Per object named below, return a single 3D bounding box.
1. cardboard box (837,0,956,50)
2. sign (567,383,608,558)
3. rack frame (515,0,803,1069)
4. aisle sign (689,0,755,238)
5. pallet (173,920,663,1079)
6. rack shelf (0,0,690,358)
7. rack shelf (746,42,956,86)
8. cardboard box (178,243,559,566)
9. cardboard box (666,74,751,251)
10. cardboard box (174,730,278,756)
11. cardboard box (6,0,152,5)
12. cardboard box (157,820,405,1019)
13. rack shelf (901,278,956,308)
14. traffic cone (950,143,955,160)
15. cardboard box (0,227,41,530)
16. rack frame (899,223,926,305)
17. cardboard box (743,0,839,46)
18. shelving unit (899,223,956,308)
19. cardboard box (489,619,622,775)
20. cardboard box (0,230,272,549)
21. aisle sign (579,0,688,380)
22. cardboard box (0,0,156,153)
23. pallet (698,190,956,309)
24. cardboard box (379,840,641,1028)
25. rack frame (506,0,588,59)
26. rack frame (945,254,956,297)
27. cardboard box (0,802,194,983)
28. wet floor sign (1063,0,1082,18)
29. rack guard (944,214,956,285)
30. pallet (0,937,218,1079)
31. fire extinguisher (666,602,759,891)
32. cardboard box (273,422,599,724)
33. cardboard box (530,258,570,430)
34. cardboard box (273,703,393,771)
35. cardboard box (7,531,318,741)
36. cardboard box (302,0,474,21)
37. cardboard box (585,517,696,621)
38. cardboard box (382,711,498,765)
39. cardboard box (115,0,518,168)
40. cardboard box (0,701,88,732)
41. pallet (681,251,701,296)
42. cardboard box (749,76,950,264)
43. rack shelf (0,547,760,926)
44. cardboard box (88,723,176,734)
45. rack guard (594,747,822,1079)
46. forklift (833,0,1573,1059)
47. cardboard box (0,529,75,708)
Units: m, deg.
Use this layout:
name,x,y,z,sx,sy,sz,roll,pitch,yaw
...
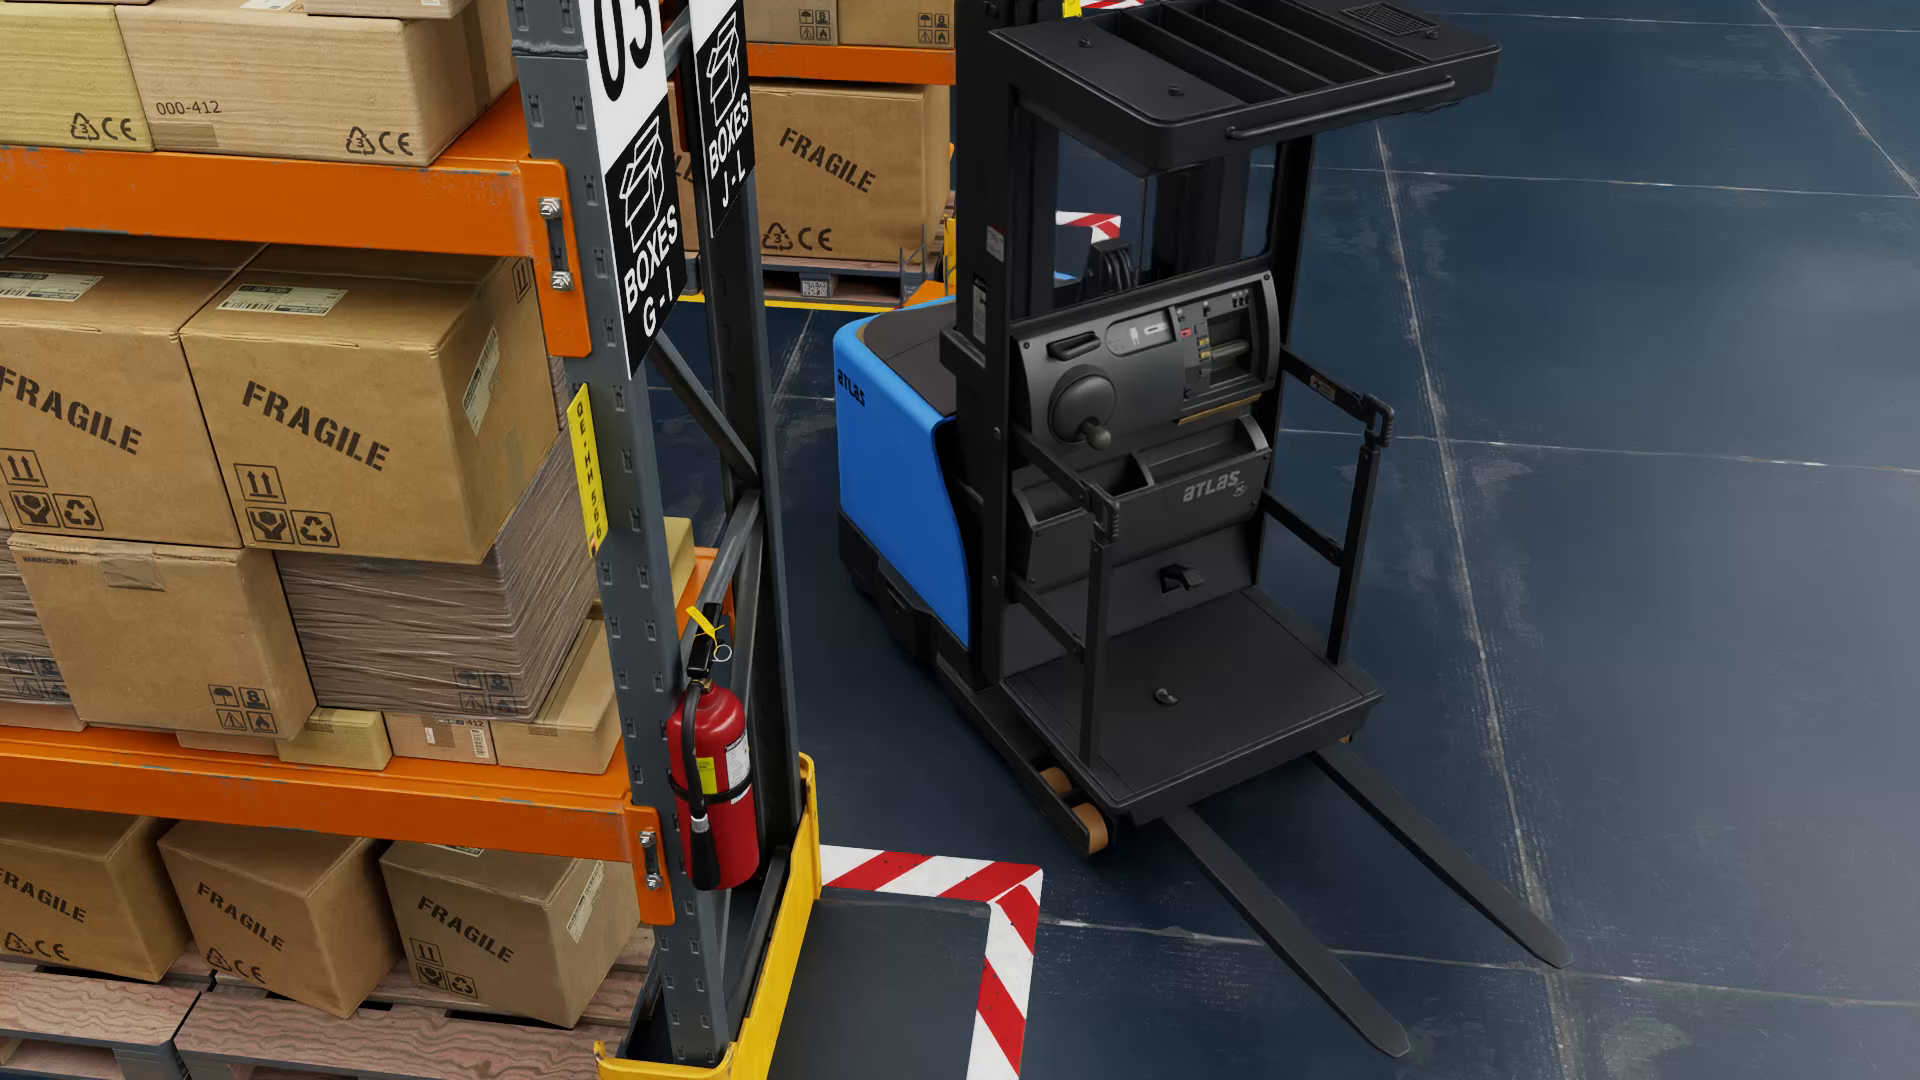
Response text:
name,x,y,z,sx,sy,sz,roll,pitch,yaw
cardboard box,-0.238,-2.756,7.900,0.550,0.550,0.875,4,36,6
sign,-0.687,-0.125,3.074,0.005,0.325,0.100,4,36,6
rack frame,-0.596,0.157,3.948,0.127,3.000,1.000,4,36,6
aisle sign,-0.496,-1.070,3.429,0.004,0.787,0.394,4,36,6
pallet,-1.473,1.206,4.879,1.213,0.211,1.003,4,36,6
rack shelf,-2.580,-0.919,3.493,4.000,0.370,1.077,4,36,6
rack shelf,-1.848,-2.549,8.358,4.000,0.370,1.077,4,36,6
cardboard box,-1.173,-0.310,3.400,0.500,0.500,0.500,4,36,6
cardboard box,-1.418,-2.076,8.544,0.875,0.875,0.875,4,36,5
cardboard box,-1.653,0.322,3.933,0.250,0.149,0.380,4,36,6
cardboard box,-1.440,-1.050,2.843,0.250,0.149,0.380,3,36,4
cardboard box,-1.811,0.923,4.665,0.500,0.500,0.500,14,38,18
rack shelf,-0.095,-0.903,6.439,0.180,0.103,0.258,13,37,17
traffic cone,-0.210,-2.518,9.880,0.334,0.463,0.336,4,36,6
cardboard box,-2.165,-0.382,3.501,0.500,0.500,0.500,4,36,6
rack frame,-0.180,-0.665,6.650,0.006,1.200,0.240,13,37,17
cardboard box,-0.786,-2.784,7.940,0.550,0.550,0.875,4,36,6
shelving unit,-0.095,-0.646,6.622,0.189,1.200,0.258,13,37,17
cardboard box,-0.905,0.357,3.884,0.250,0.149,0.380,4,36,6
cardboard box,-1.670,-0.344,3.447,0.500,0.500,0.500,4,36,6
aisle sign,-0.573,-0.724,2.944,0.004,0.787,0.394,4,36,6
cardboard box,-1.602,-0.928,3.015,0.500,0.250,0.500,4,36,6
pallet,-0.667,-1.573,8.772,1.213,0.211,1.003,4,36,6
cardboard box,-1.213,0.948,4.630,0.500,0.500,0.500,11,37,15
rack frame,-0.596,-2.285,2.205,0.127,3.000,1.000,4,36,6
rack frame,-0.010,-0.627,6.595,0.006,1.200,0.240,13,37,17
cardboard box,-2.429,0.866,4.745,0.500,0.500,0.500,7,36,10
wet floor sign,0.718,-3.964,11.749,0.232,0.644,0.267,17,39,22
rack guard,0.160,-1.674,8.666,0.348,0.500,1.175,4,36,6
pallet,-2.679,1.114,5.007,1.213,0.211,1.003,4,36,6
fire extinguisher,-0.541,0.462,3.587,0.183,0.674,0.296,4,36,6
cardboard box,-1.138,-0.061,3.912,0.500,0.500,0.875,4,36,6
cardboard box,-1.107,-0.610,3.819,0.500,0.500,0.500,4,36,6
cardboard box,-1.407,0.349,3.895,0.250,0.149,0.380,4,36,6
cardboard box,-1.649,-0.029,3.867,0.500,0.500,0.875,4,36,6
cardboard box,-0.911,-1.006,2.781,0.250,0.149,0.380,4,36,6
cardboard box,-0.848,0.101,4.243,0.250,0.149,0.380,4,36,6
cardboard box,-1.153,0.338,3.910,0.250,0.149,0.380,4,36,6
cardboard box,-1.107,-0.892,2.965,0.500,0.250,0.500,5,36,7
cardboard box,-2.147,0.274,4.000,0.250,0.149,0.380,4,36,6
pallet,-1.874,-1.664,8.900,1.213,0.211,1.003,4,36,6
cardboard box,-0.545,-2.012,8.454,0.875,0.875,0.875,4,36,6
rack shelf,-2.580,0.302,4.364,4.000,0.370,1.077,4,36,6
cardboard box,-1.896,0.280,3.992,0.250,0.149,0.380,4,36,6
rack guard,-0.671,1.169,4.682,0.348,0.500,1.175,4,36,6
forklift,0.695,-0.489,4.912,1.130,2.935,3.031,-18,39,-24
cardboard box,-2.140,-0.091,3.953,0.500,0.500,0.875,4,36,6
